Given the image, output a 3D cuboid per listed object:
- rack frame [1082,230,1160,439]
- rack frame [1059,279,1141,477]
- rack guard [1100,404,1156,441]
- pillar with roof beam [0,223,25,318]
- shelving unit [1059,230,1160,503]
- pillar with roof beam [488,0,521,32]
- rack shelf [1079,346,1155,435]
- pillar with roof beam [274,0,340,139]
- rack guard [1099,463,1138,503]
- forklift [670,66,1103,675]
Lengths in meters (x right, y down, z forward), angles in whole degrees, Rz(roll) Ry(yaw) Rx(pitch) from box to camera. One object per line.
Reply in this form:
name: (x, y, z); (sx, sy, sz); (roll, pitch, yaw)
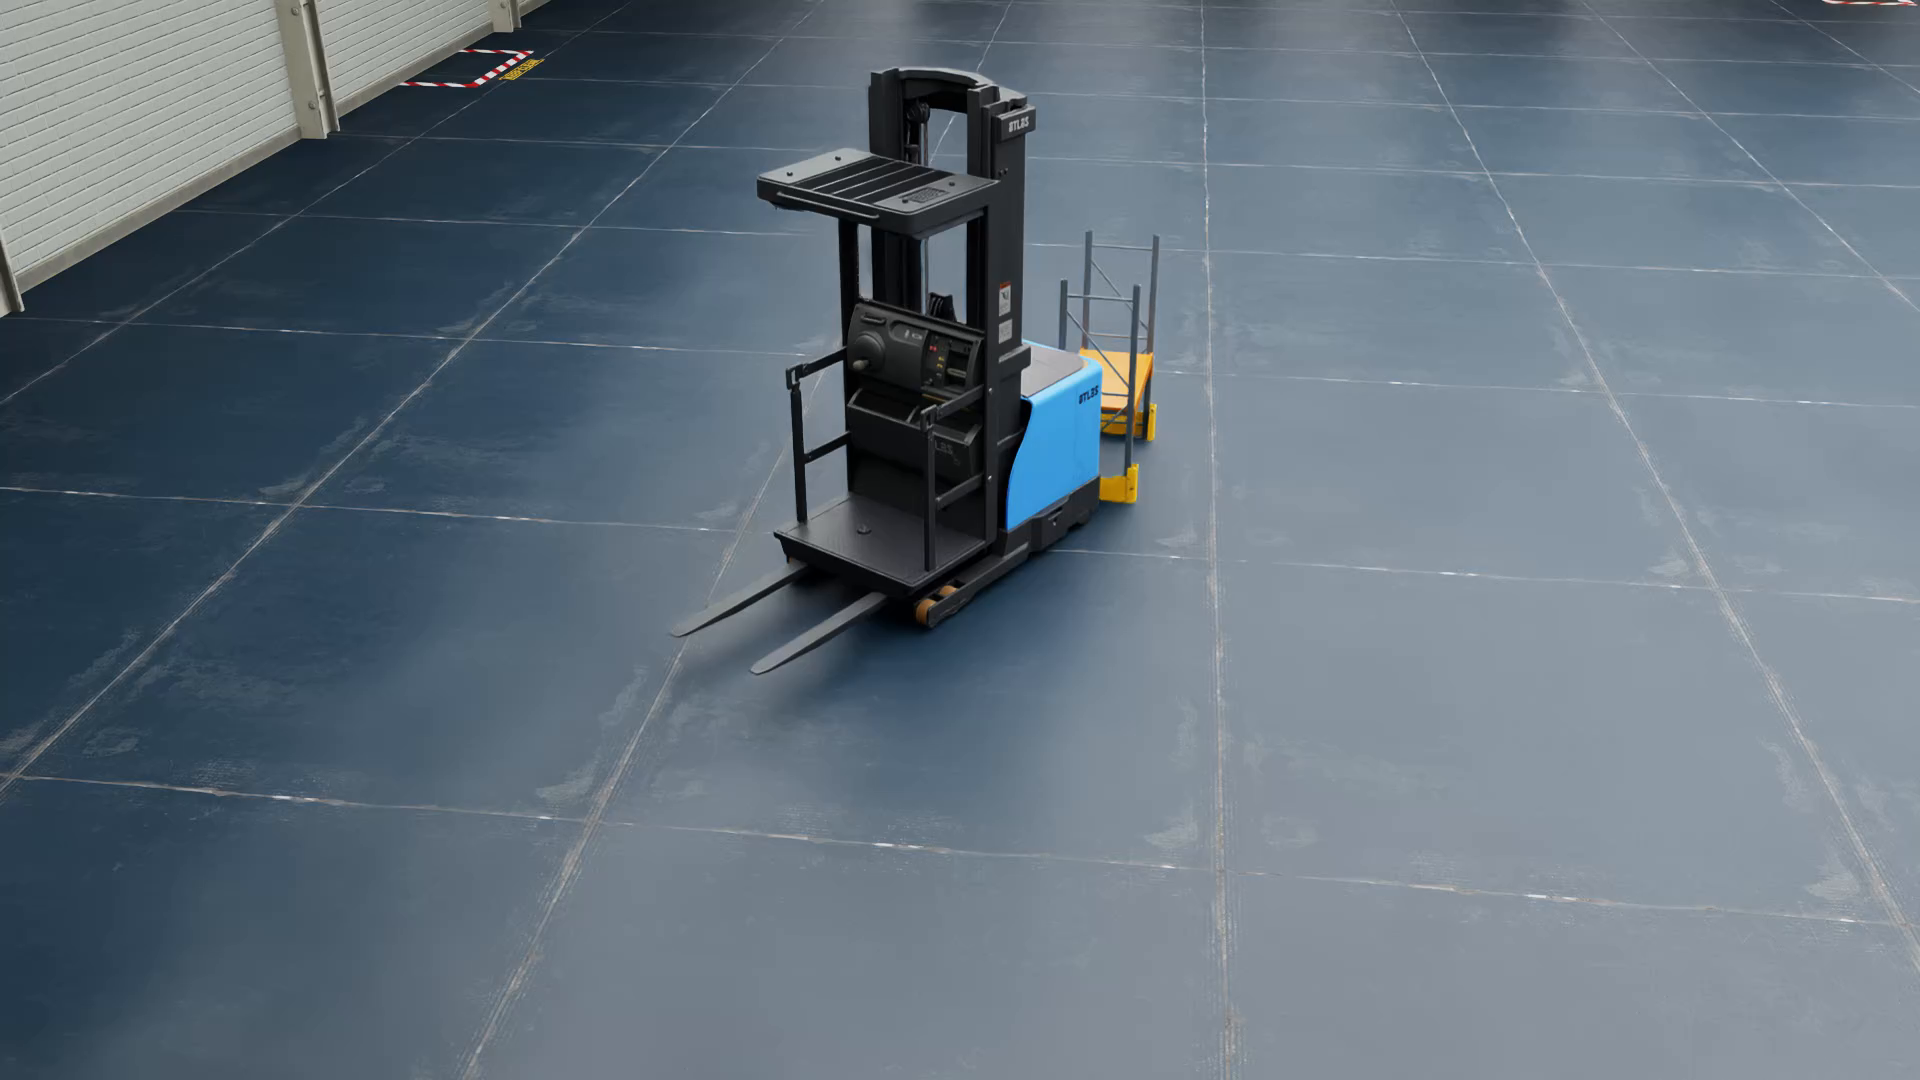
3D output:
rack frame: (1.099, -1.415, 11.588); (0.500, 1.500, 0.032); (6, 29, 11)
rack frame: (0.876, -0.945, 10.714); (0.500, 1.500, 0.032); (6, 29, 11)
rack guard: (1.099, -0.864, 11.883); (0.587, 0.250, 0.087); (6, 29, 11)
pillar with roof beam: (-3.883, -5.595, 11.439); (9.100, 9.000, 0.400); (3, 28, 6)
shelving unit: (0.990, -1.184, 11.159); (0.587, 1.500, 1.083); (6, 29, 11)
pillar with roof beam: (-2.413, -11.243, 21.924); (9.100, 9.000, 0.400); (3, 28, 6)
rack shelf: (0.988, -1.022, 11.236); (0.538, 0.185, 1.000); (6, 29, 11)
pillar with roof beam: (-3.148, -8.419, 16.682); (9.100, 9.000, 0.400); (3, 28, 6)
rack guard: (0.880, -0.404, 11.028); (0.587, 0.250, 0.087); (6, 29, 11)
forklift: (-0.398, -1.048, 9.398); (1.130, 2.935, 3.031); (20, 34, 33)
